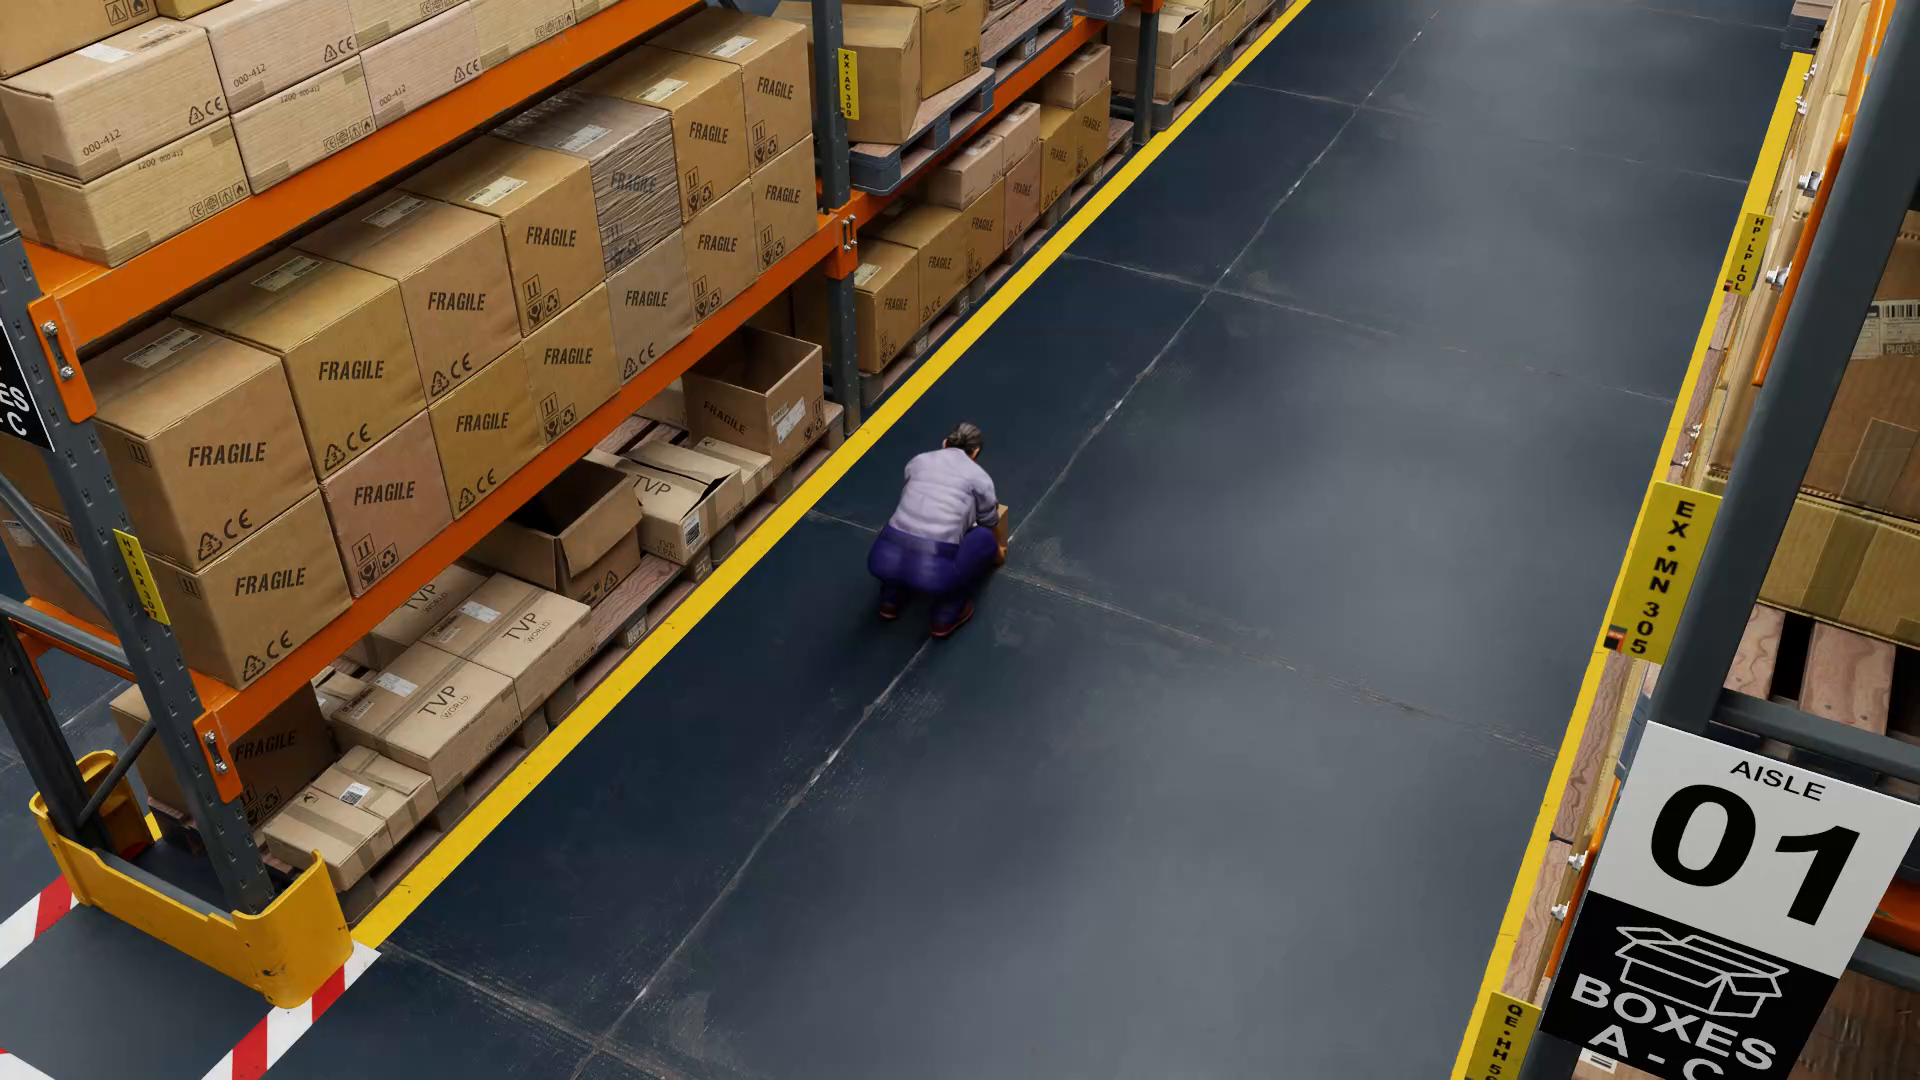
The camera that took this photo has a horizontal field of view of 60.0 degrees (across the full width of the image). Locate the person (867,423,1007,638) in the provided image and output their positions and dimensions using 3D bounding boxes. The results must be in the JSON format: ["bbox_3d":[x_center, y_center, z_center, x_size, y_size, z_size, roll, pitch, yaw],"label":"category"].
[{"bbox_3d":[-0.098,-0.024,7.569,0.517,0.785,0.866,17,41,20],"label":"person"}]
